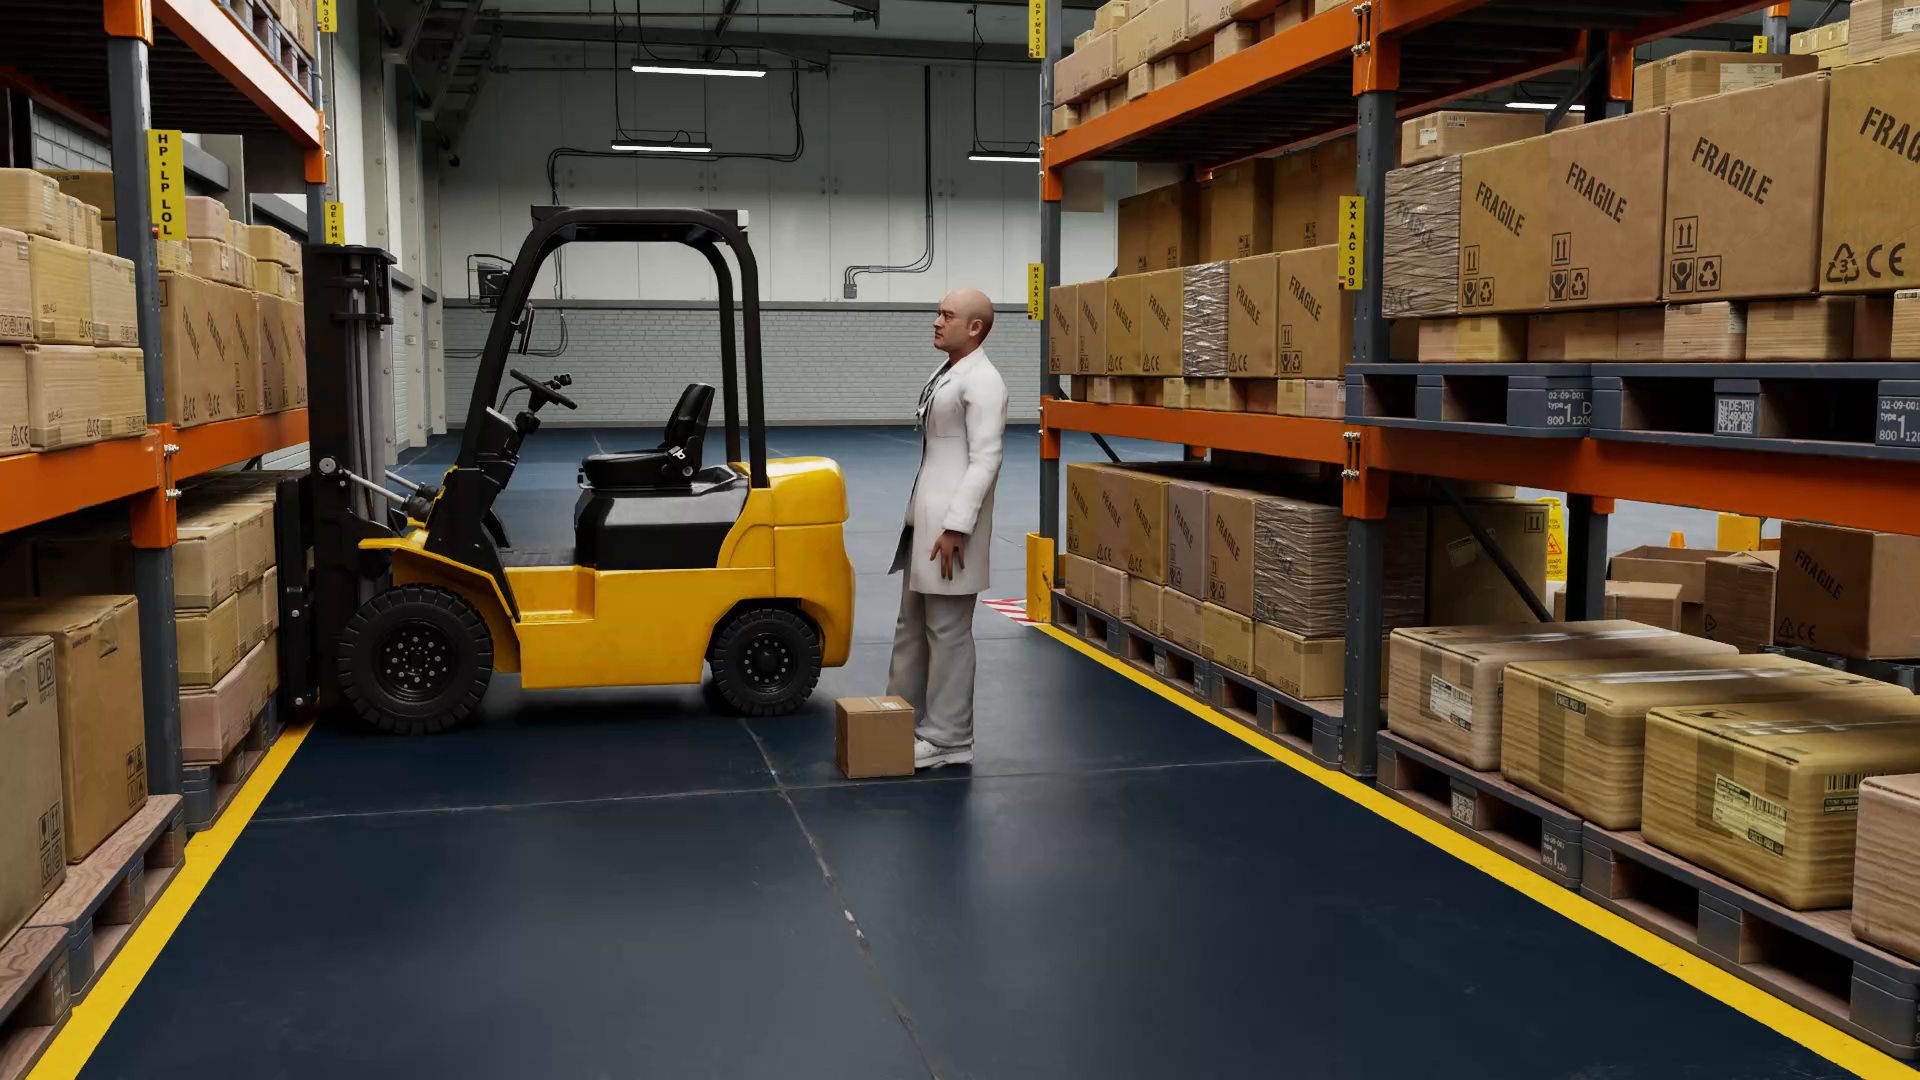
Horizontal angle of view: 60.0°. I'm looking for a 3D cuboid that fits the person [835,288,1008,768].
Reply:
[{"bbox_3d":[-0.138,-0.042,6.193,0.581,1.776,0.697,-1,6,-14],"label":"person"}]
